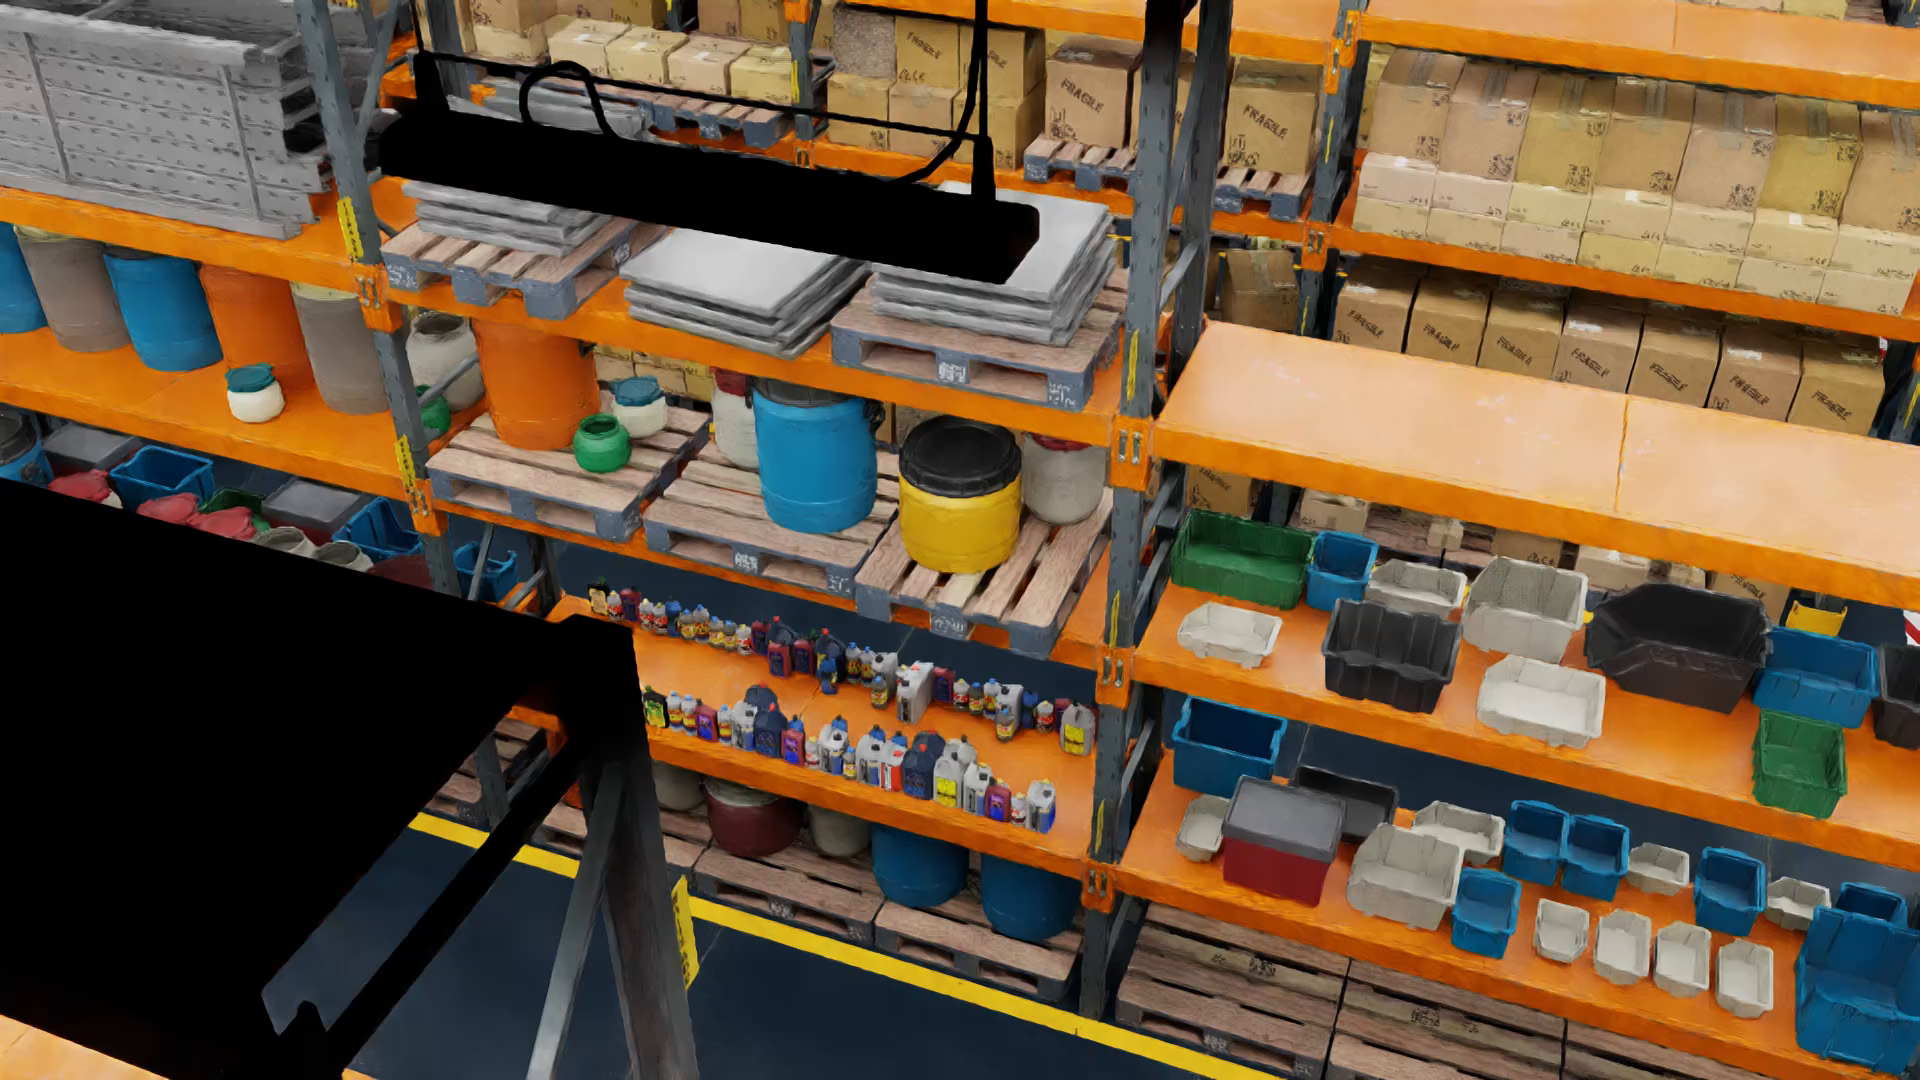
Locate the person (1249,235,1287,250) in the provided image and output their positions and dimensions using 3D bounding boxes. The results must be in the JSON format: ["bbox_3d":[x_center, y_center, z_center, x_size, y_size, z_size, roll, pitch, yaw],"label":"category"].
[{"bbox_3d":[2.782,-2.387,15.258,1.019,1.612,0.456,12,38,16],"label":"person"}]
